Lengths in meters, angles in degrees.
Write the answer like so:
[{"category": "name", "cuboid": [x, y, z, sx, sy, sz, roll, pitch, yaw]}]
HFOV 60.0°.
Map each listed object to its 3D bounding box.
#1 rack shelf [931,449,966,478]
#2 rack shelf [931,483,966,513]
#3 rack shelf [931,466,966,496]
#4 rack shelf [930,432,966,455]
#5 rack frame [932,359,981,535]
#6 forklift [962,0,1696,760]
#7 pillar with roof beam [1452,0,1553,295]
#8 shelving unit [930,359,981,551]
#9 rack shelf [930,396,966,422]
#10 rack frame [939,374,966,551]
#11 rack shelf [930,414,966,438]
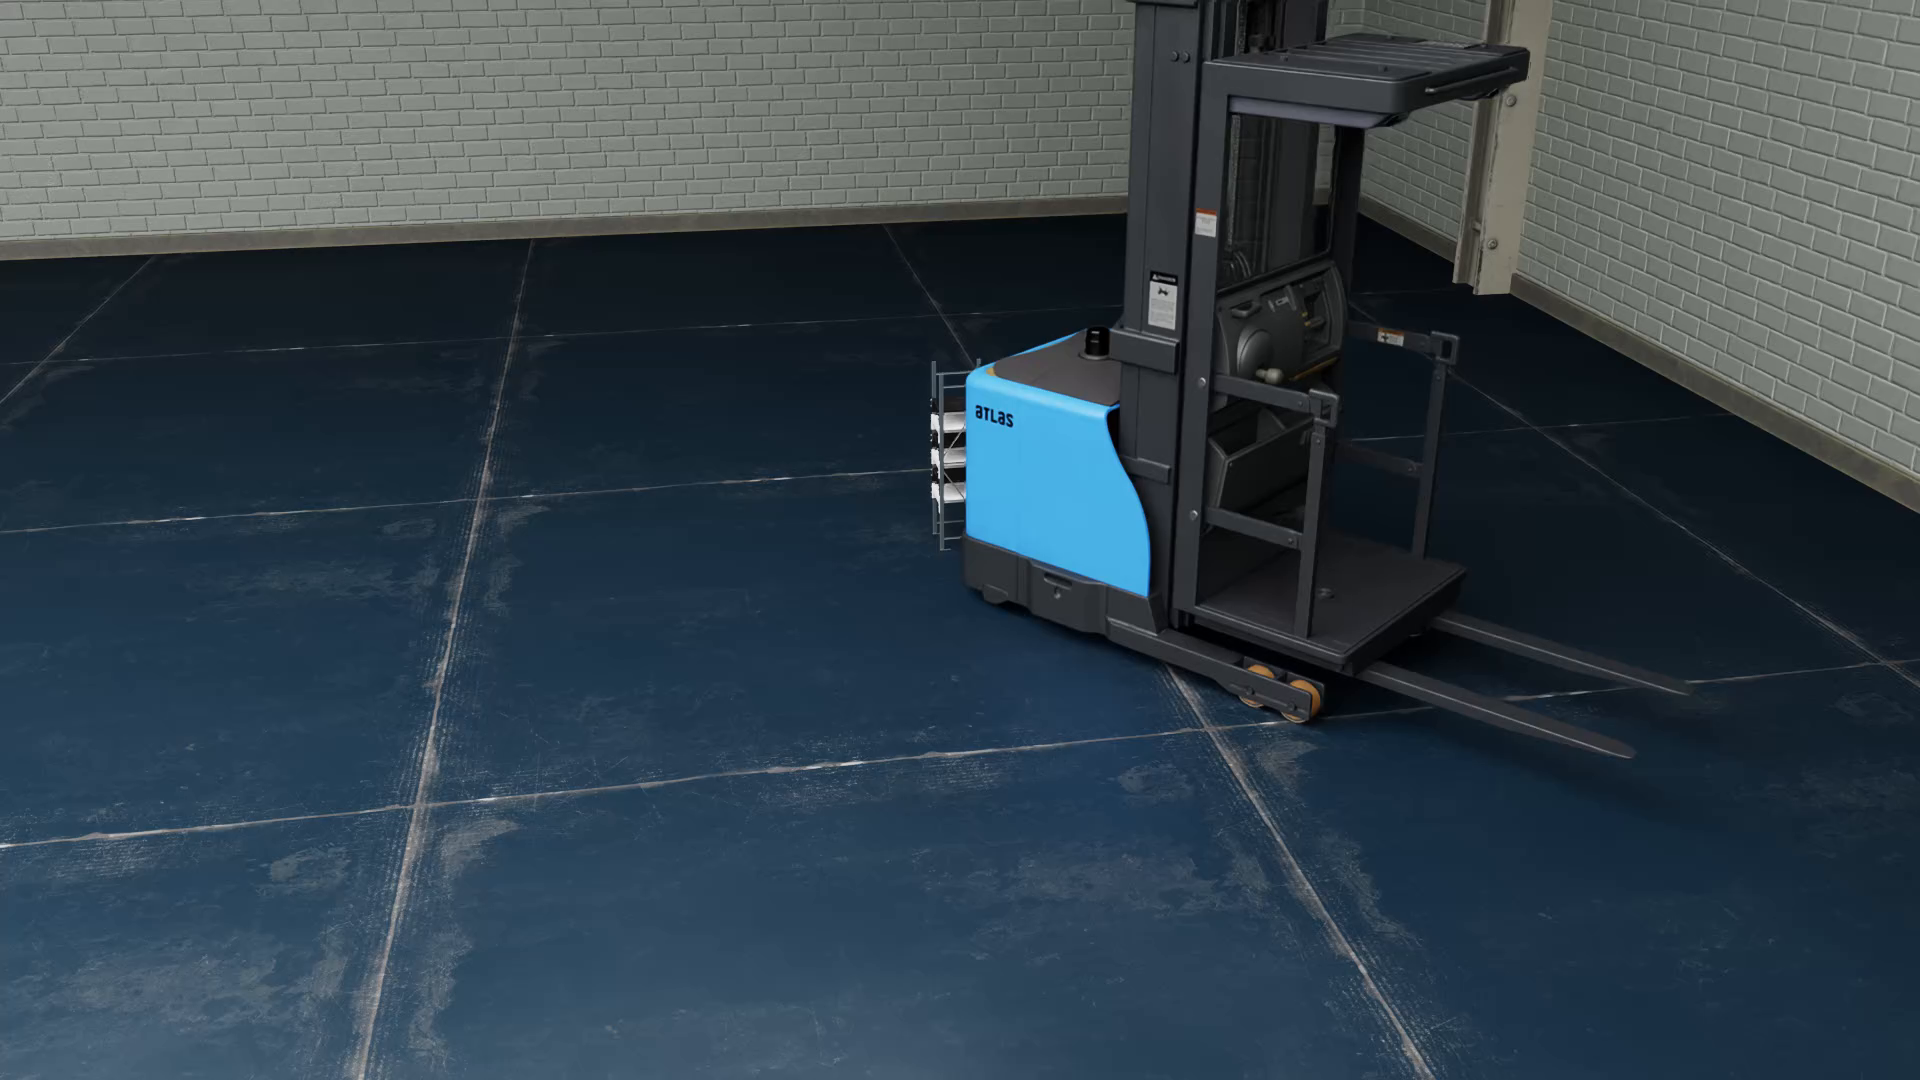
[{"category": "rack shelf", "cuboid": [0.001, -0.379, 8.076, 0.258, 0.077, 0.200, -4, 24, -10]}, {"category": "rack shelf", "cuboid": [0.001, -0.214, 8.148, 0.258, 0.077, 0.200, -4, 24, -10]}, {"category": "rack shelf", "cuboid": [0.001, -0.296, 8.112, 0.258, 0.077, 0.200, -4, 24, -10]}, {"category": "rack shelf", "cuboid": [0.001, -0.461, 8.040, 0.258, 0.077, 0.200, -4, 24, -10]}, {"category": "rack frame", "cuboid": [-0.017, -0.449, 8.154, 0.240, 0.900, 0.006, -4, 24, -10]}, {"category": "forklift", "cuboid": [1.456, -0.856, 6.549, 3.031, 2.935, 1.130, 19, 30, 37]}, {"category": "pillar with roof beam", "cuboid": [-0.253, -5.730, 10.127, 9.100, 9.000, 0.400, -4, 24, -10]}, {"category": "shelving unit", "cuboid": [0.001, -0.409, 8.063, 0.258, 0.900, 0.210, -4, 24, -10]}, {"category": "rack shelf", "cuboid": [0.001, -0.626, 7.968, 0.258, 0.077, 0.200, -4, 24, -10]}, {"category": "rack frame", "cuboid": [0.020, -0.369, 7.971, 0.240, 0.900, 0.006, -4, 24, -10]}, {"category": "rack shelf", "cuboid": [0.001, -0.544, 8.004, 0.258, 0.077, 0.200, -4, 24, -10]}]
